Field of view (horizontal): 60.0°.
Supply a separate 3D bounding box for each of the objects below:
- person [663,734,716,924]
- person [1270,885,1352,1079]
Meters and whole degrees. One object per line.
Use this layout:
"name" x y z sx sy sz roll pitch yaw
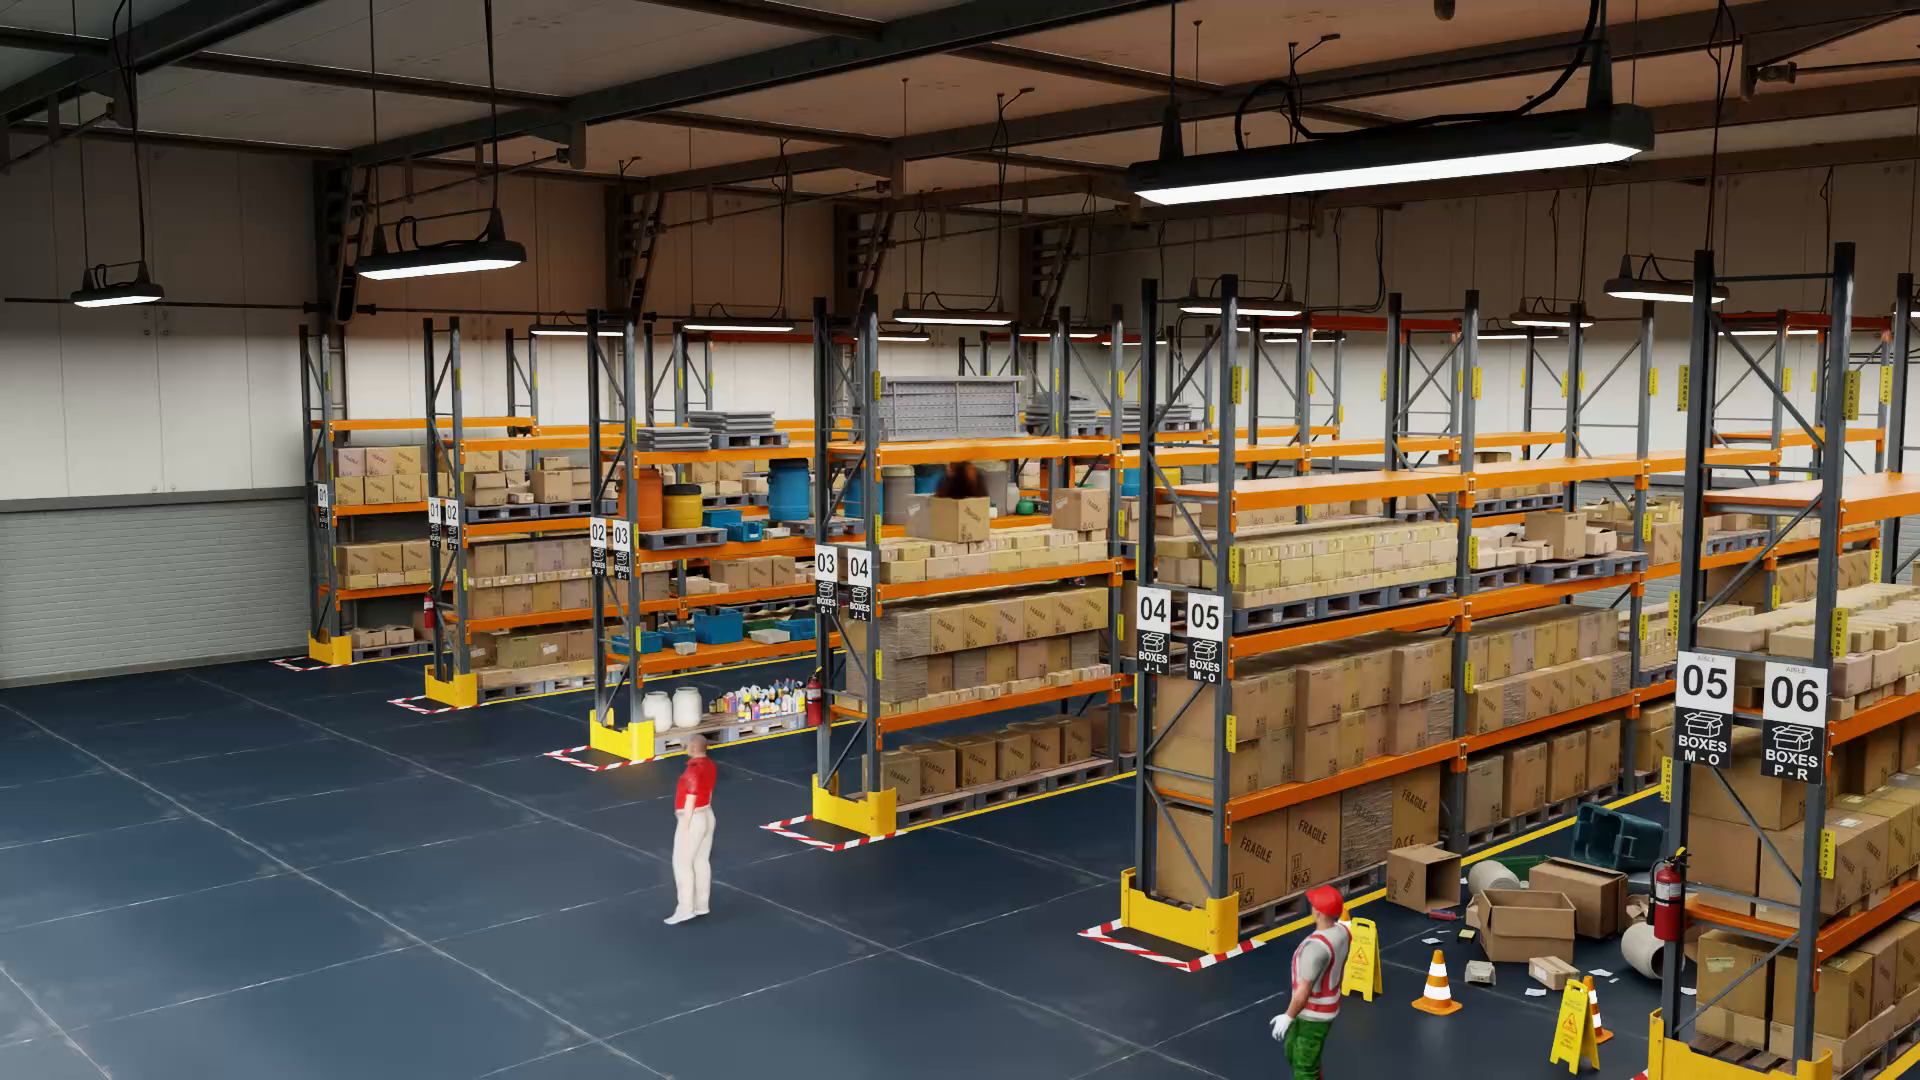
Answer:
"person" -2.544 2.732 15.792 0.386 1.778 0.598 2 6 17
"person" 2.333 3.174 11.132 0.519 1.812 0.578 2 6 19
